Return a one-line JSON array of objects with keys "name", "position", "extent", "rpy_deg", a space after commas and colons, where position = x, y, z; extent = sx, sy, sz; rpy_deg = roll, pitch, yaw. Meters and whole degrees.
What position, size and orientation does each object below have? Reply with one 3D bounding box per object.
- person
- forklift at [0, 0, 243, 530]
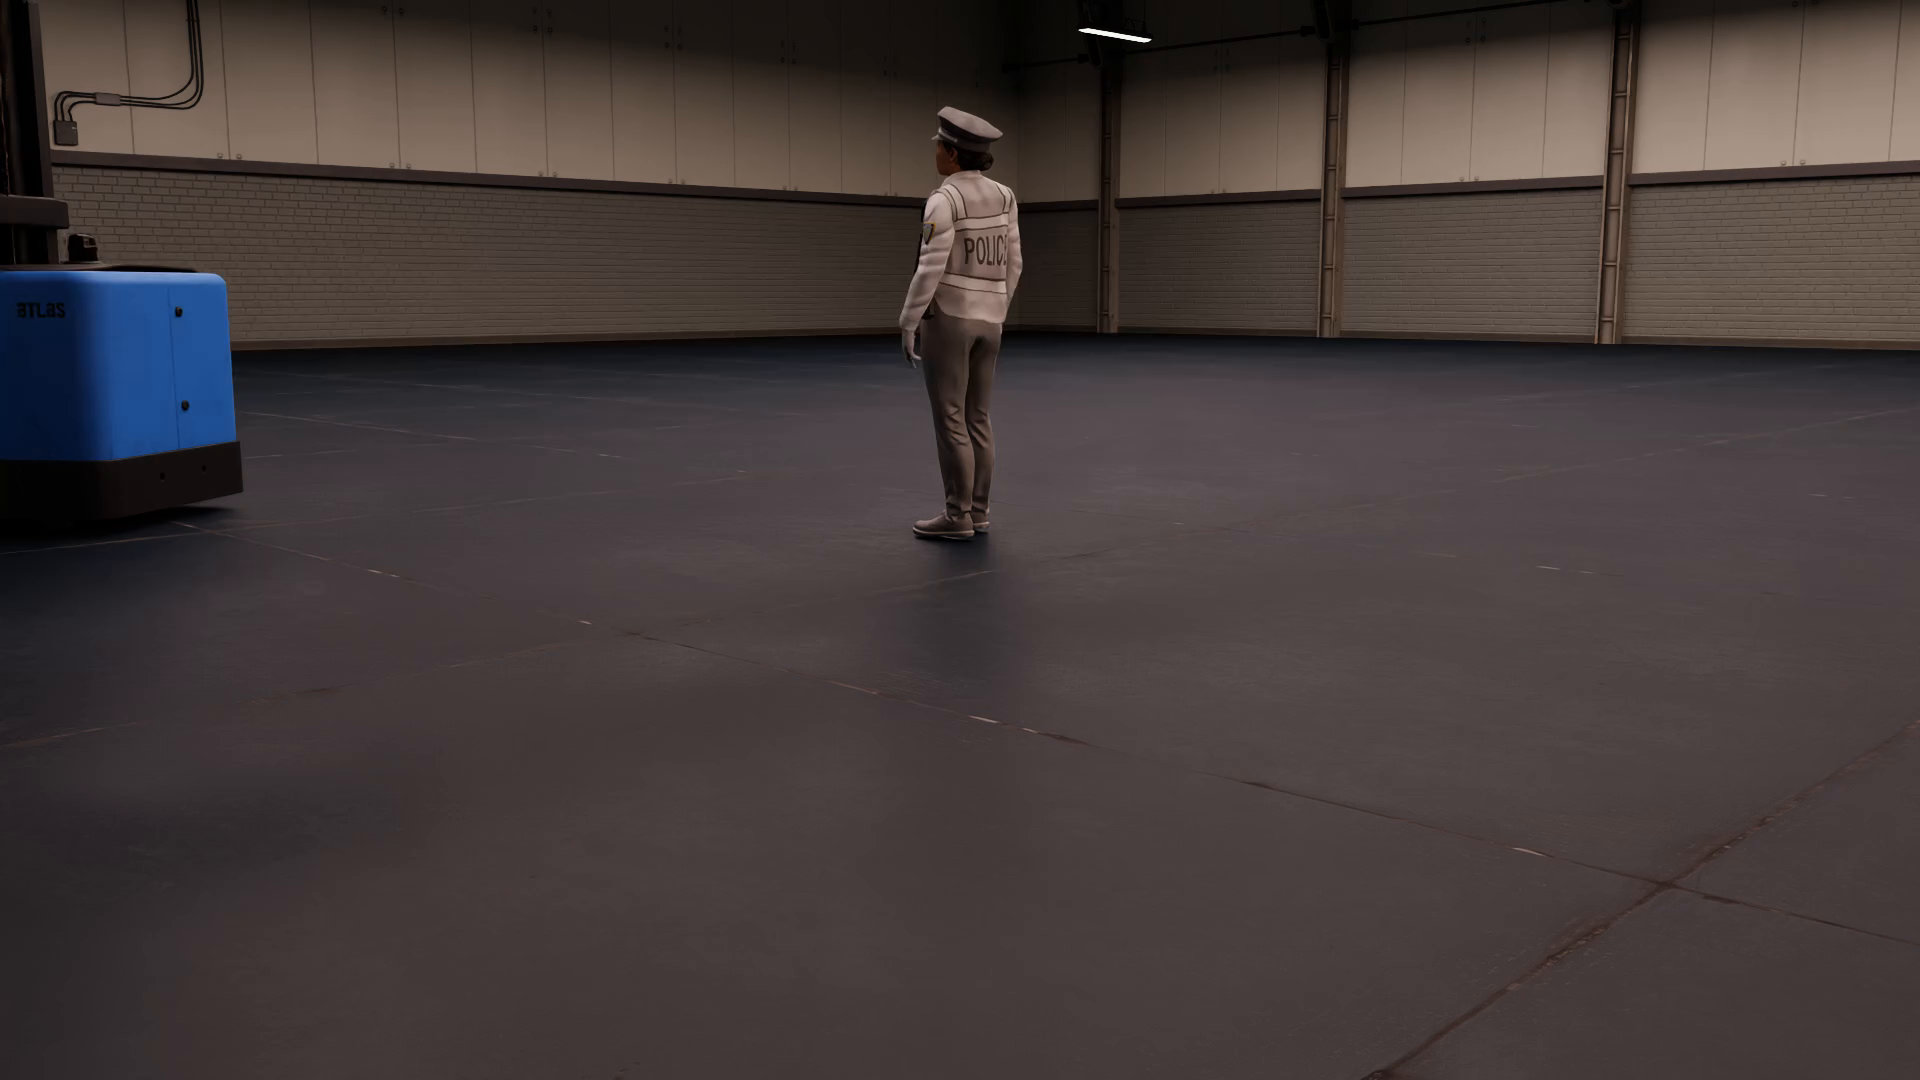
[{"name": "person", "position": [-0.045, -0.853, 6.642], "extent": [0.530, 1.694, 0.587], "rpy_deg": [8, 12, 43]}, {"name": "forklift", "position": [-4.882, -1.565, 7.270], "extent": [3.031, 2.935, 1.130], "rpy_deg": [1, 9, 8]}]
